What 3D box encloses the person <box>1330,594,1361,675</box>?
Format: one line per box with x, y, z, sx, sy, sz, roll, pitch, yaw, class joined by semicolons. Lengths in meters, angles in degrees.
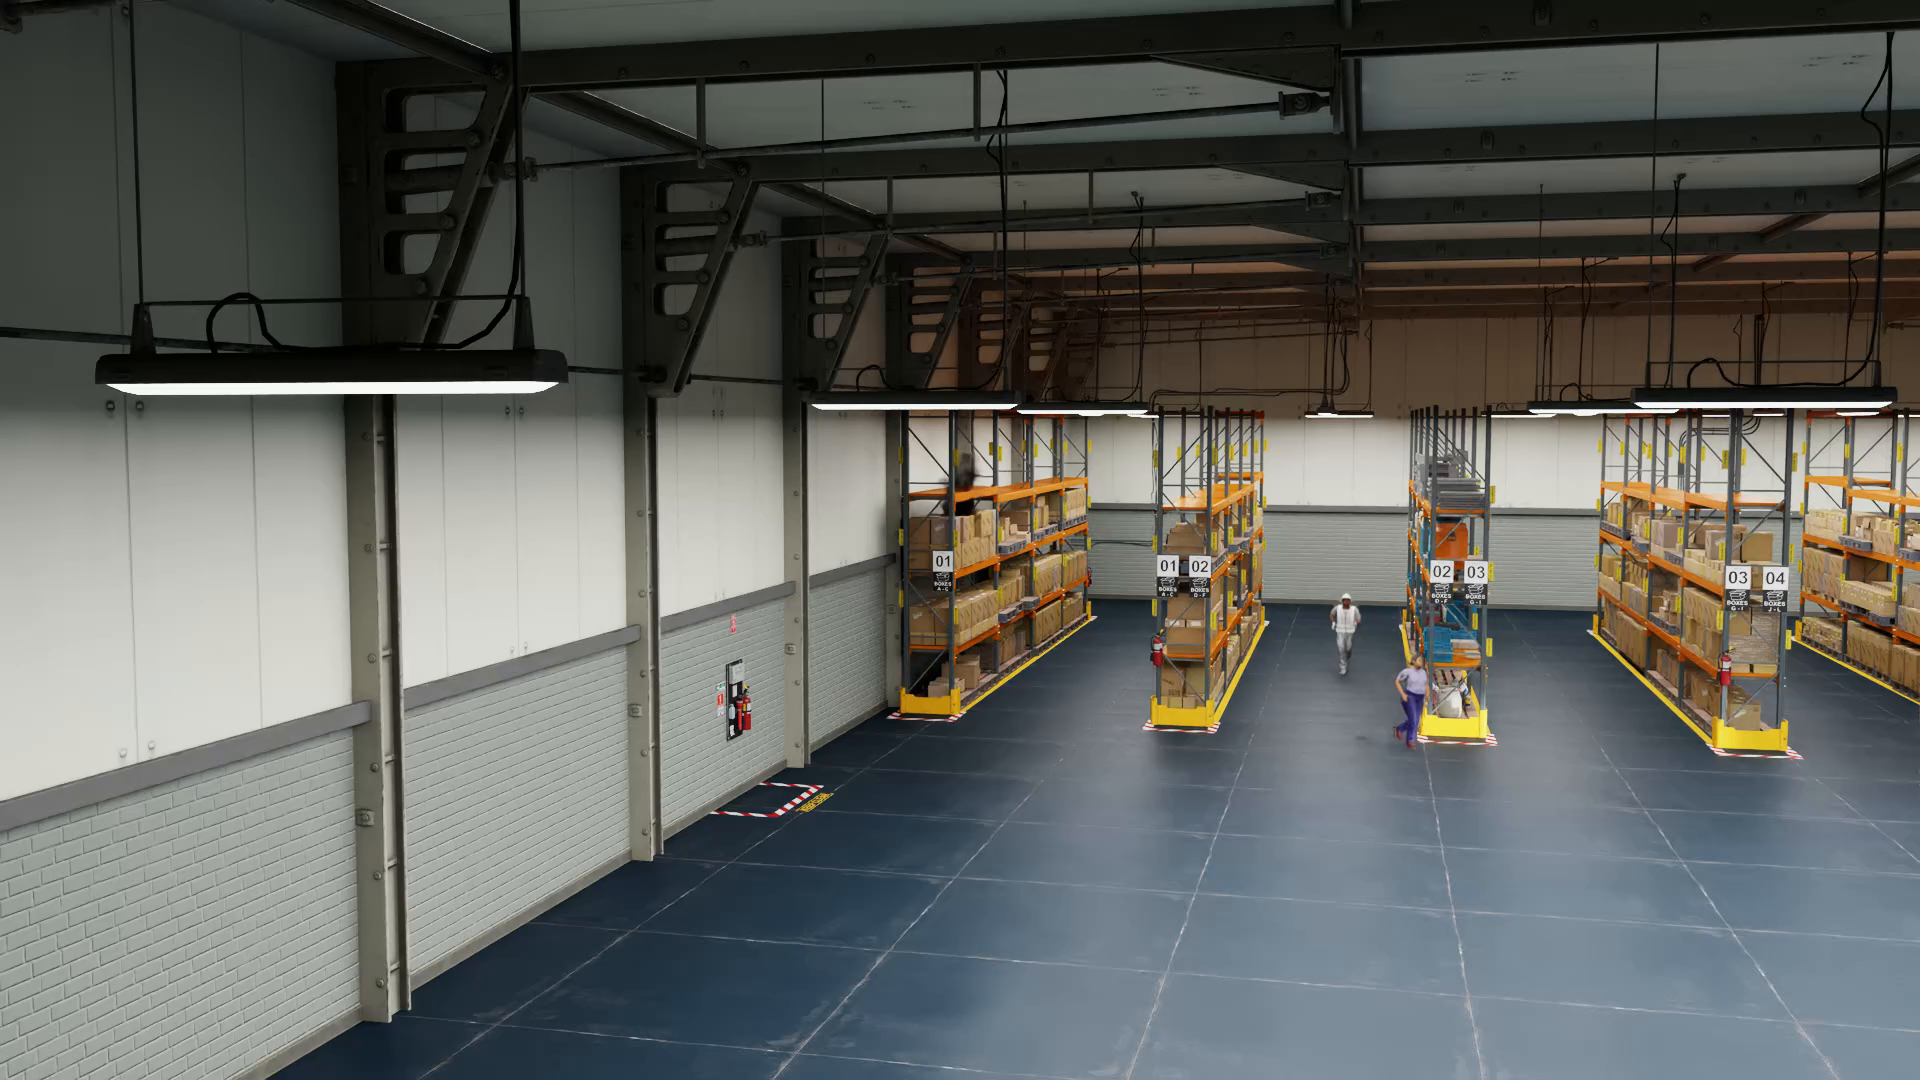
8.764;2.112;37.791;0.682;1.791;0.989;1;4;10;person

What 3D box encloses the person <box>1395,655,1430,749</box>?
7.975;2.831;29.322;0.650;1.622;0.670;-2;5;-26;person
